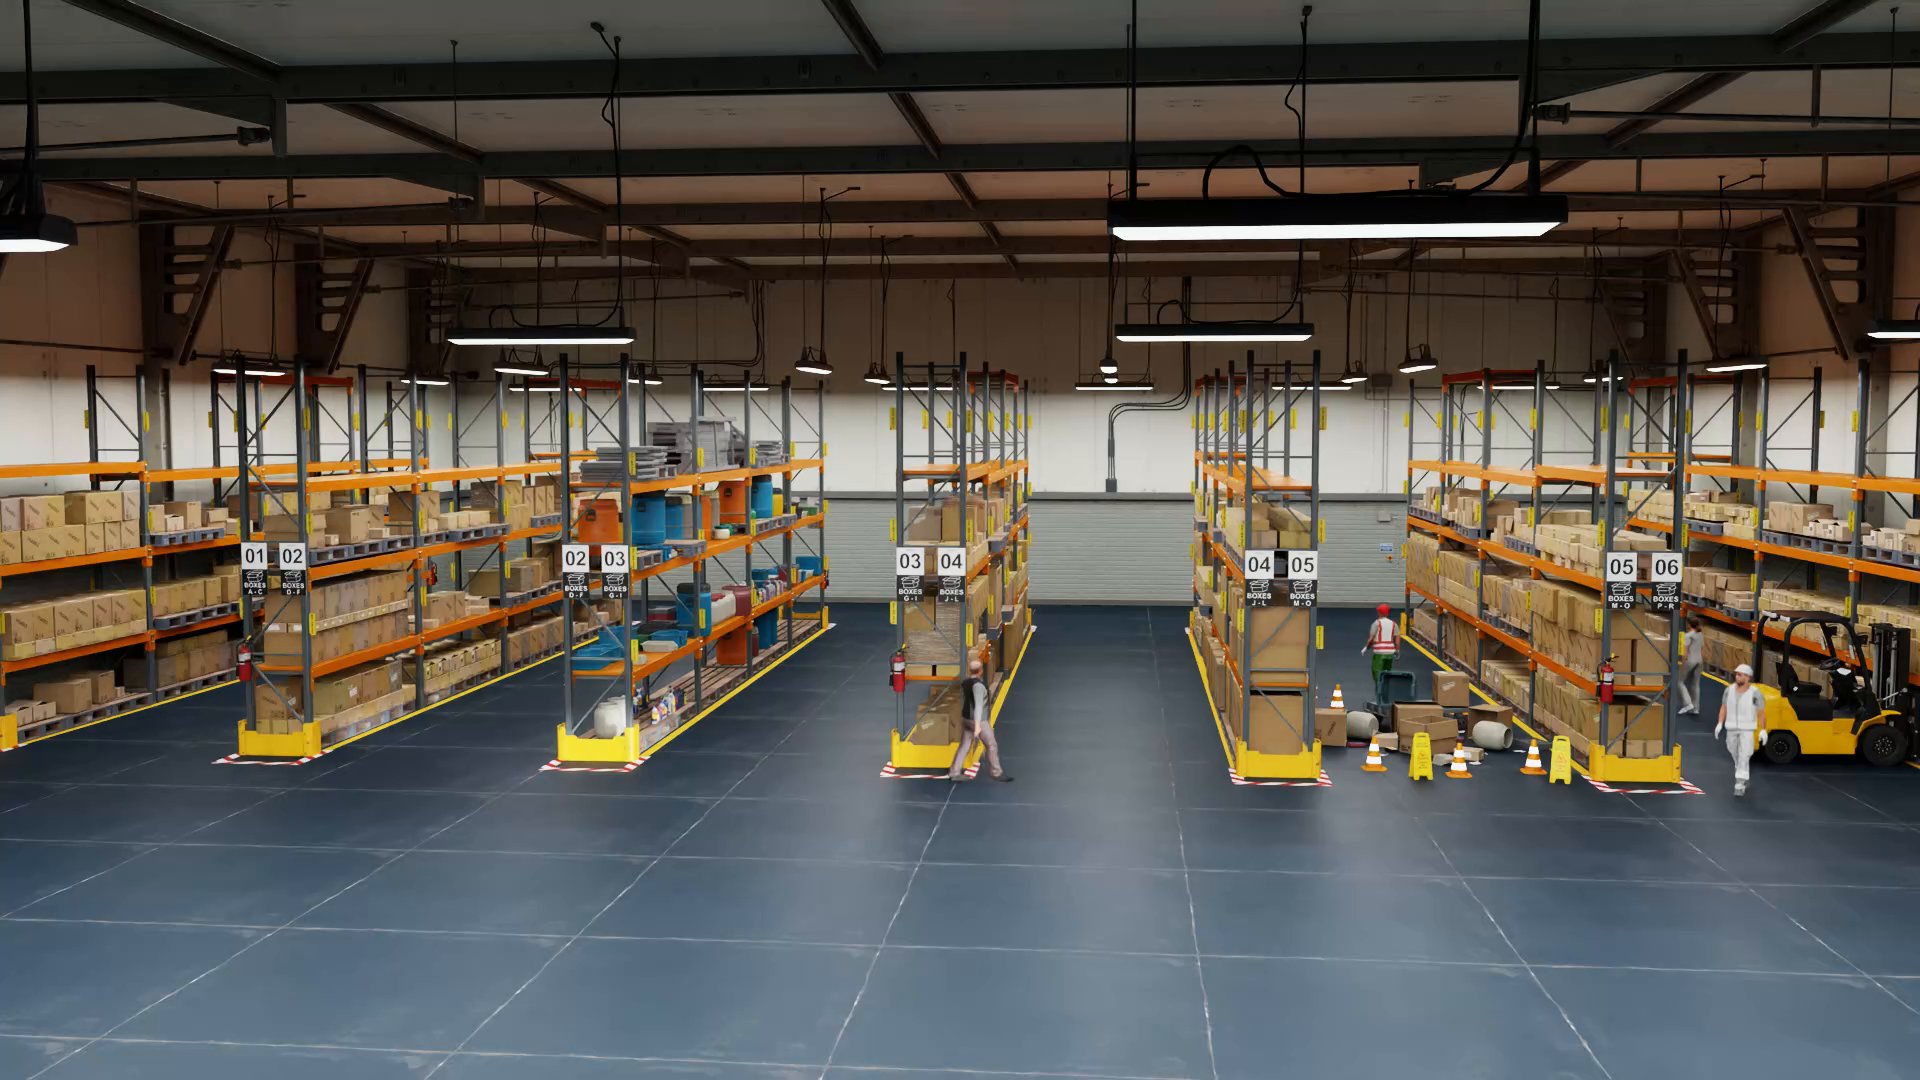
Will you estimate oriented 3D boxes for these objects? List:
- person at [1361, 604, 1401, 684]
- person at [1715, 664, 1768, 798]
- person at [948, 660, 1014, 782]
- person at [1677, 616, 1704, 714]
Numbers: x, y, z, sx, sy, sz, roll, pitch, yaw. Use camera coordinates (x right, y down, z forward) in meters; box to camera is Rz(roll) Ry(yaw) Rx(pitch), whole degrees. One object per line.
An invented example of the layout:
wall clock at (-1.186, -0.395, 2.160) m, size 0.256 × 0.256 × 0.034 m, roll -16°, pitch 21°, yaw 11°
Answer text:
person at (7.558, 2.030, 29.546) m, size 0.650 × 1.771 × 0.662 m, roll -2°, pitch 4°, yaw -23°
person at (10.450, 2.539, 22.262) m, size 0.626 × 1.748 × 1.022 m, roll 4°, pitch 5°, yaw 41°
person at (0.241, 2.511, 23.115) m, size 0.863 × 1.694 × 0.594 m, roll -2°, pitch 5°, yaw -28°
person at (12.545, 2.154, 28.519) m, size 0.484 × 1.697 × 0.388 m, roll -2°, pitch 4°, yaw -22°
